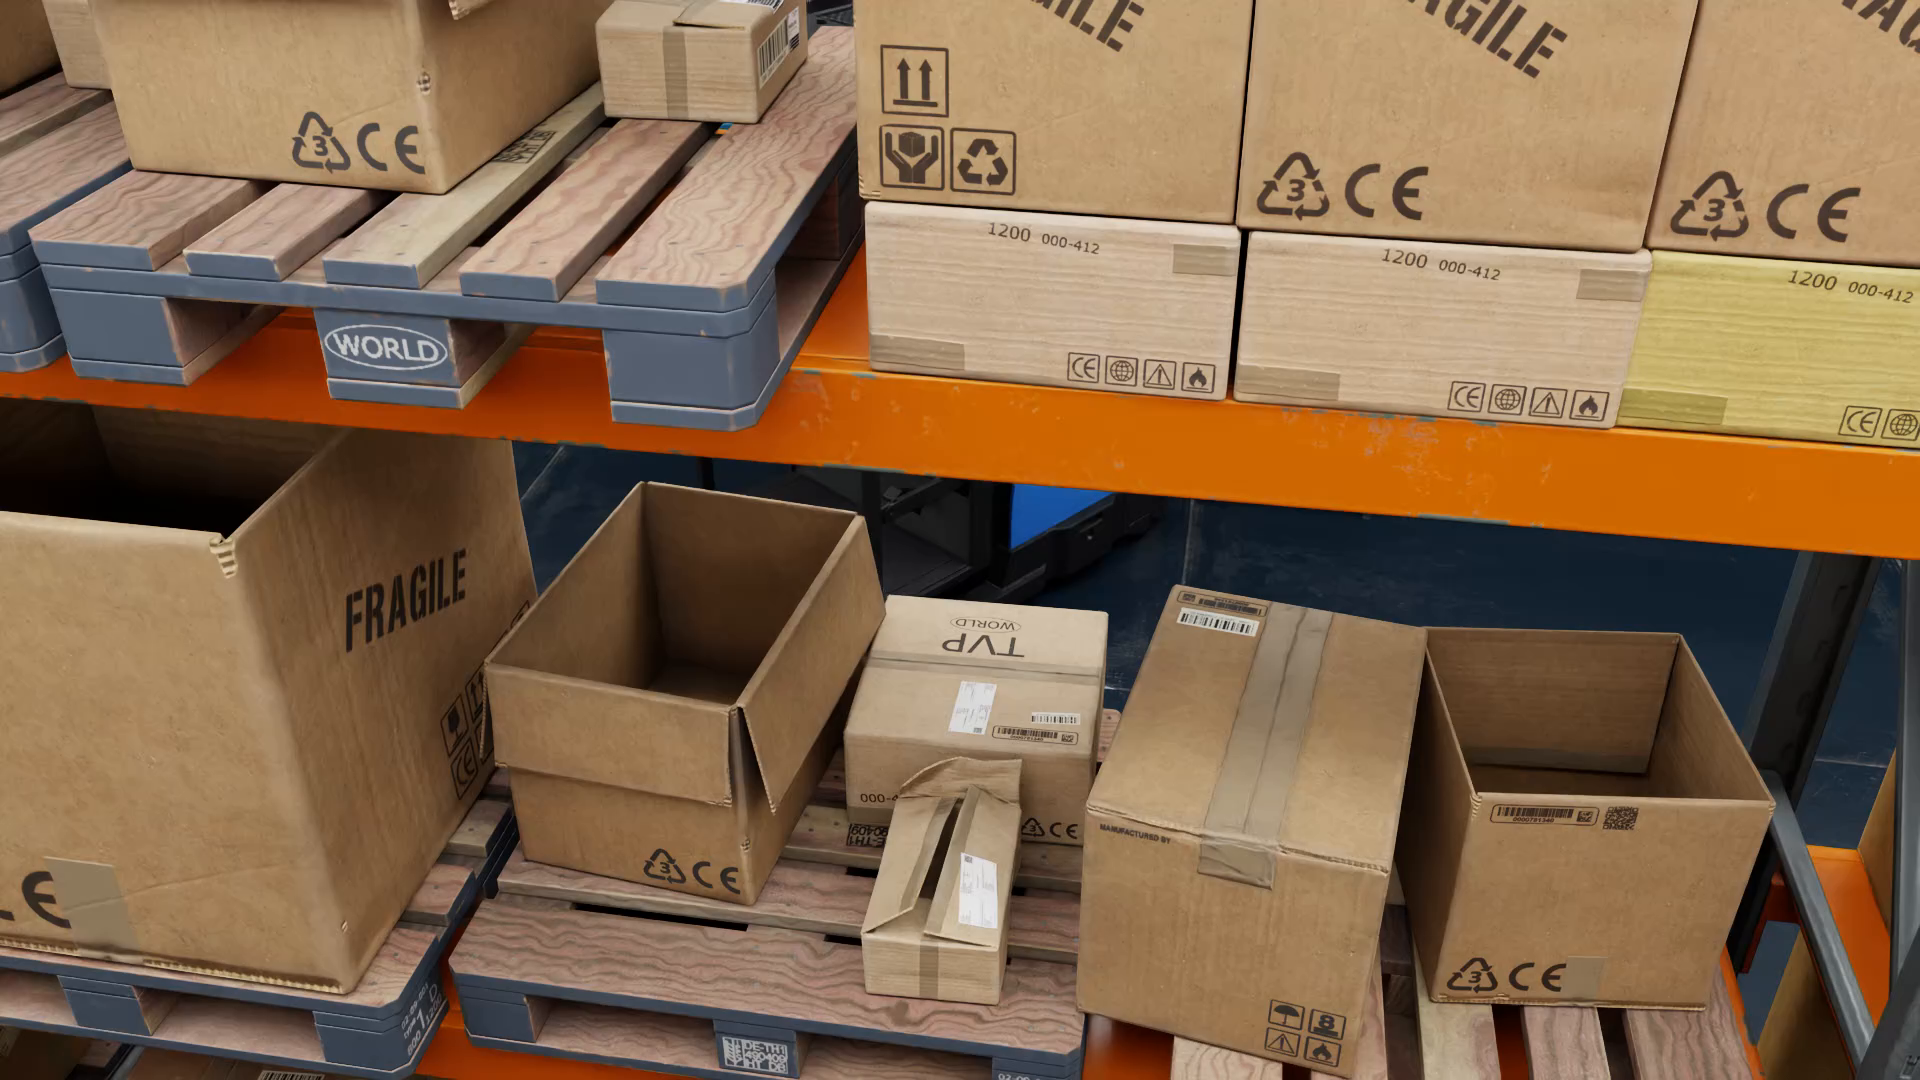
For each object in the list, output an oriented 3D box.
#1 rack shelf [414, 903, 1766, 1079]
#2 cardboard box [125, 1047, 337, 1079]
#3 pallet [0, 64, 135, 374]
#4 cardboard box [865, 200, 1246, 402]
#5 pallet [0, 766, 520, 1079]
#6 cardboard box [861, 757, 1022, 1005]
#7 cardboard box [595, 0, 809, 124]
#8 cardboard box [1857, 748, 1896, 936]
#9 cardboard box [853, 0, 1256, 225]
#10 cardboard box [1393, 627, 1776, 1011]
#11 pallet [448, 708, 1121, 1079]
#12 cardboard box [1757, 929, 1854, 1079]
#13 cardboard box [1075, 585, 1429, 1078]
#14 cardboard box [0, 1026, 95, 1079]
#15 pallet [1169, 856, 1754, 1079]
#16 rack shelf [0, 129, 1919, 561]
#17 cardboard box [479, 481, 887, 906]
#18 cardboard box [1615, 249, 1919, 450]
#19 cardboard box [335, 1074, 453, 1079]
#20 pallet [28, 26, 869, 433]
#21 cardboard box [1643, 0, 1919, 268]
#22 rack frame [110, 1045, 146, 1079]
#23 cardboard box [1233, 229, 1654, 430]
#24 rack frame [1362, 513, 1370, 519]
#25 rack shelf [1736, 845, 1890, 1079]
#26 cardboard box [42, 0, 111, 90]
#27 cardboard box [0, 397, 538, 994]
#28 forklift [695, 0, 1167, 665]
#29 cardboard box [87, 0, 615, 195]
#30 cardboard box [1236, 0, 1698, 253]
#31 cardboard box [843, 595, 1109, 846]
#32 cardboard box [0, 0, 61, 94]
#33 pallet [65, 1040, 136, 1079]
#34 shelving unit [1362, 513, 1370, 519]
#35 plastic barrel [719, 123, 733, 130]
[{"bbox_3d":[-0.310,0.886,3.686,4.000,0.370,1.077,5,32,8],"label":"rack shelf"},{"bbox_3d":[-1.680,1.341,4.221,0.500,0.500,0.700,3,32,4],"label":"cardboard box"},{"bbox_3d":[-1.691,-0.679,2.857,1.003,0.211,1.213,5,32,8],"label":"pallet"},{"bbox_3d":[0.165,-0.446,2.450,0.500,0.250,0.500,6,33,10],"label":"cardboard box"},{"bbox_3d":[-1.553,0.628,3.601,1.213,0.211,1.003,5,32,8],"label":"pallet"},{"bbox_3d":[-0.028,0.630,3.146,0.258,0.266,0.396,4,32,7],"label":"cardboard box"},{"bbox_3d":[-0.417,-0.833,2.751,0.250,0.166,0.380,4,32,7],"label":"cardboard box"},{"bbox_3d":[2.189,0.631,3.320,0.500,0.500,0.500,6,33,10],"label":"cardboard box"},{"bbox_3d":[0.156,-0.771,2.262,0.500,0.500,0.500,6,32,9],"label":"cardboard box"},{"bbox_3d":[1.122,0.511,3.116,0.500,0.500,0.500,1,32,2],"label":"cardboard box"},{"bbox_3d":[-0.297,0.685,3.509,1.213,0.211,1.003,5,32,8],"label":"pallet"},{"bbox_3d":[2.338,1.554,3.547,0.875,0.875,1.225,4,32,6],"label":"cardboard box"},{"bbox_3d":[0.555,0.514,3.112,0.500,0.500,0.700,10,33,15],"label":"cardboard box"},{"bbox_3d":[-2.670,1.227,4.423,0.500,0.500,0.500,4,32,7],"label":"cardboard box"},{"bbox_3d":[0.941,0.833,3.274,1.003,0.211,1.213,5,32,8],"label":"pallet"},{"bbox_3d":[-0.310,-0.386,2.890,4.000,0.370,1.077,5,32,8],"label":"rack shelf"},{"bbox_3d":[-0.558,0.287,3.472,0.637,0.503,0.797,8,33,13],"label":"cardboard box"},{"bbox_3d":[1.151,-0.363,2.317,0.500,0.250,0.500,5,32,8],"label":"cardboard box"},{"bbox_3d":[-1.213,1.394,4.138,0.500,0.500,0.700,5,32,8],"label":"cardboard box"},{"bbox_3d":[-0.668,-0.588,2.712,1.003,0.211,1.213,5,32,8],"label":"pallet"},{"bbox_3d":[1.149,-0.678,2.114,0.500,0.500,0.500,6,33,9],"label":"cardboard box"},{"bbox_3d":[-2.282,0.402,3.780,0.127,3.000,1.000,5,32,8],"label":"rack frame"},{"bbox_3d":[0.660,-0.400,2.376,0.500,0.250,0.500,5,32,8],"label":"cardboard box"},{"bbox_3d":[1.859,-0.696,7.305,0.032,1.125,0.500,6,33,7],"label":"rack frame"},{"bbox_3d":[3.633,1.243,3.116,4.000,0.370,1.077,5,32,8],"label":"rack shelf"},{"bbox_3d":[-1.338,-0.959,2.858,0.258,0.266,0.396,6,33,10],"label":"cardboard box"},{"bbox_3d":[-1.522,0.114,3.280,1.000,1.000,1.000,5,32,9],"label":"cardboard box"},{"bbox_3d":[-0.480,-0.959,6.020,1.130,2.935,3.031,28,41,37],"label":"forklift"},{"bbox_3d":[-0.906,-0.914,2.562,0.637,0.503,0.797,6,33,10],"label":"cardboard box"},{"bbox_3d":[0.641,-0.718,2.178,0.500,0.500,0.500,5,32,8],"label":"cardboard box"},{"bbox_3d":[0.048,0.375,3.570,0.500,0.250,0.500,4,32,7],"label":"cardboard box"},{"bbox_3d":[-1.835,-0.997,2.696,0.637,0.503,0.797,4,32,6],"label":"cardboard box"},{"bbox_3d":[-2.950,1.543,4.587,1.213,0.211,1.003,5,32,8],"label":"pallet"},{"bbox_3d":[1.358,-0.750,7.372,1.048,1.125,0.538,6,33,7],"label":"shelving unit"},{"bbox_3d":[-1.119,-2.208,7.478,0.708,0.901,0.600,5,32,8],"label":"plastic barrel"}]
